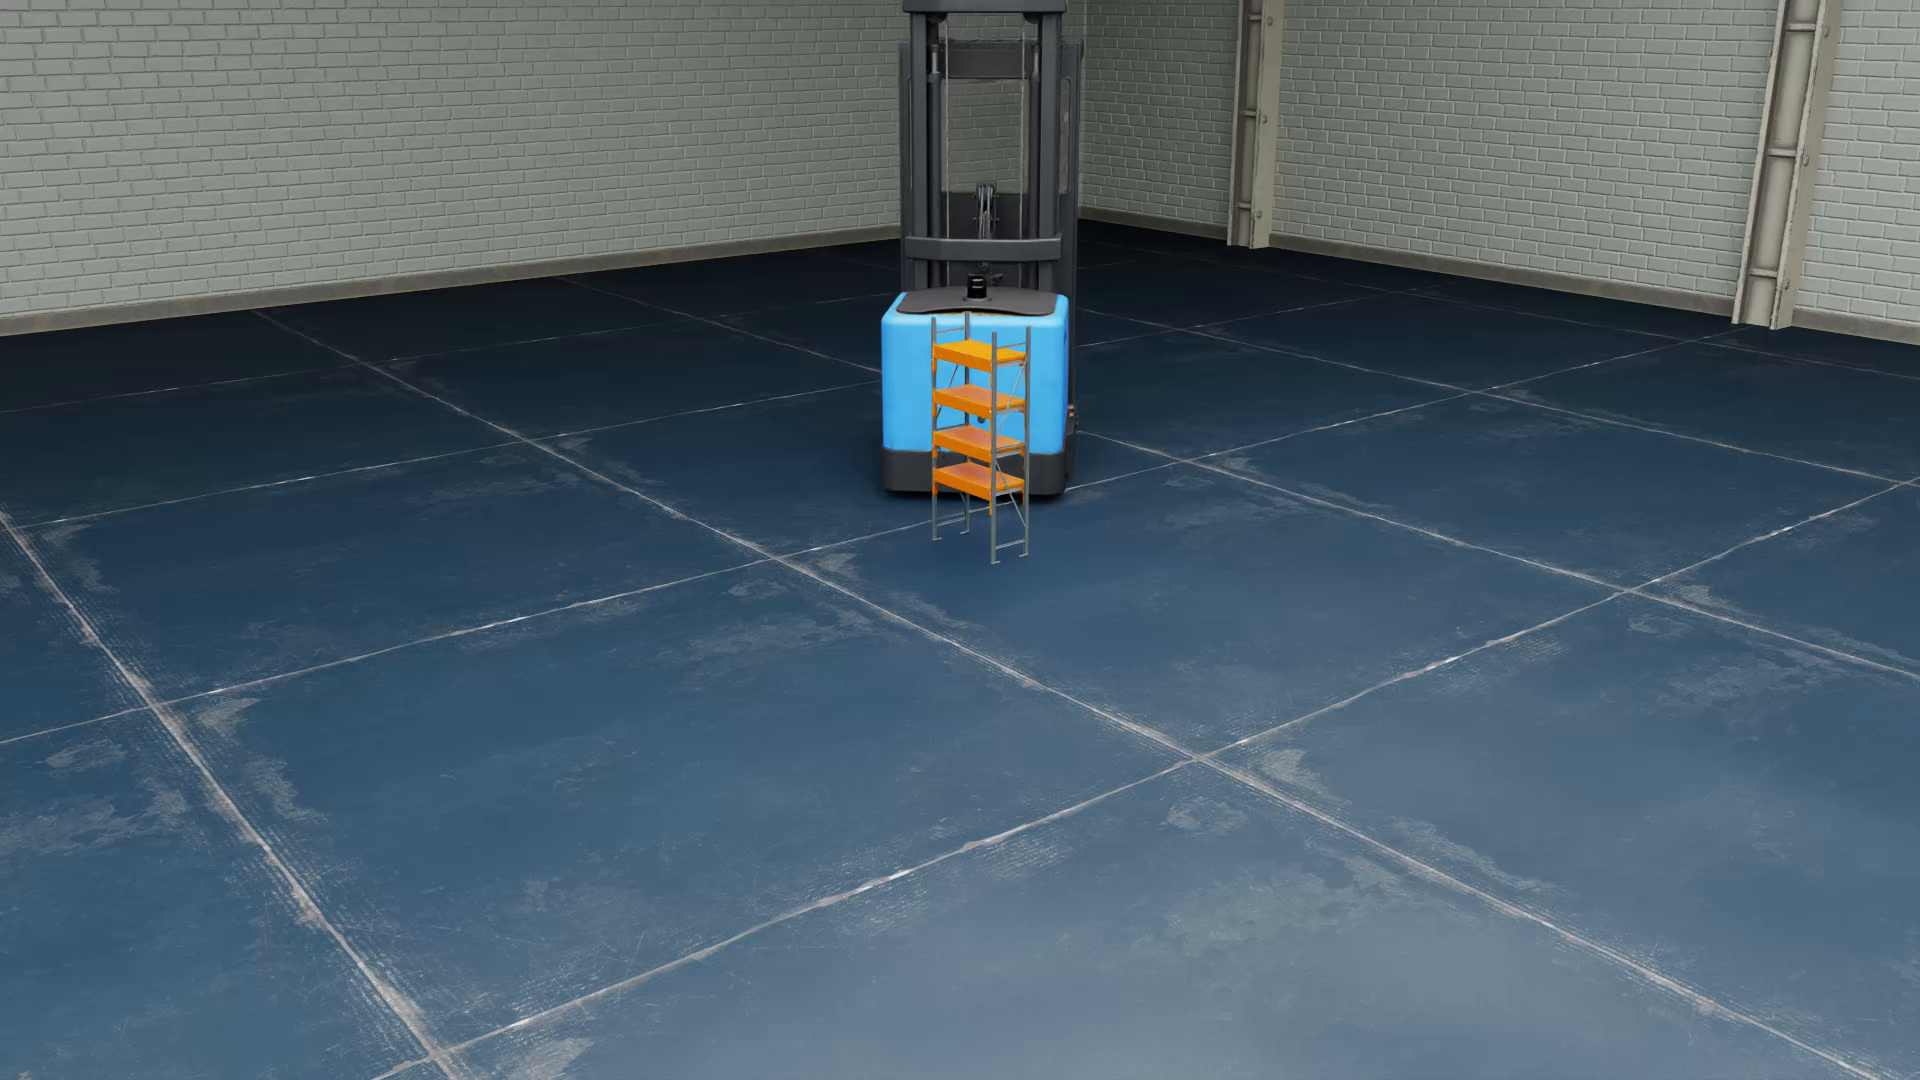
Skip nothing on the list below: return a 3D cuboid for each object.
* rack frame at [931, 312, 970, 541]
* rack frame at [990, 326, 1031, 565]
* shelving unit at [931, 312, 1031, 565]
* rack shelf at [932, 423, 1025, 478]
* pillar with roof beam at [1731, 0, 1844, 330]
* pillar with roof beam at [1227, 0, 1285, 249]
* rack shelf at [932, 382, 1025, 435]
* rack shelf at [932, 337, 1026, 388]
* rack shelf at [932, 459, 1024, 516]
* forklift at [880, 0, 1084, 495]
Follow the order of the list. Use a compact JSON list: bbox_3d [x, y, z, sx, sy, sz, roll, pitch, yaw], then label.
[{"bbox_3d":[-0.049,-0.589,8.732,0.240,1.200,0.015,-14,23,-36],"label":"rack frame"},{"bbox_3d":[0.254,-0.469,8.369,0.240,1.200,0.015,-14,23,-36],"label":"rack frame"},{"bbox_3d":[0.103,-0.529,8.551,0.258,1.200,0.503,-14,23,-36],"label":"shelving unit"},{"bbox_3d":[0.103,-0.465,8.572,0.258,0.148,0.480,-14,23,-36],"label":"rack shelf"},{"bbox_3d":[3.653,-5.324,10.626,9.100,9.000,0.400,-14,23,-36],"label":"pillar with roof beam"},{"bbox_3d":[-0.072,-6.803,15.091,9.100,9.000,0.400,-14,23,-36],"label":"pillar with roof beam"},{"bbox_3d":[0.103,-0.677,8.502,0.258,0.148,0.480,-14,23,-36],"label":"rack shelf"},{"bbox_3d":[0.103,-0.902,8.427,0.258,0.148,0.480,-14,23,-36],"label":"rack shelf"},{"bbox_3d":[0.103,-0.276,8.634,0.258,0.148,0.480,-14,23,-36],"label":"rack shelf"},{"bbox_3d":[0.201,-2.063,10.431,1.130,2.935,3.031,2,18,5],"label":"forklift"}]
